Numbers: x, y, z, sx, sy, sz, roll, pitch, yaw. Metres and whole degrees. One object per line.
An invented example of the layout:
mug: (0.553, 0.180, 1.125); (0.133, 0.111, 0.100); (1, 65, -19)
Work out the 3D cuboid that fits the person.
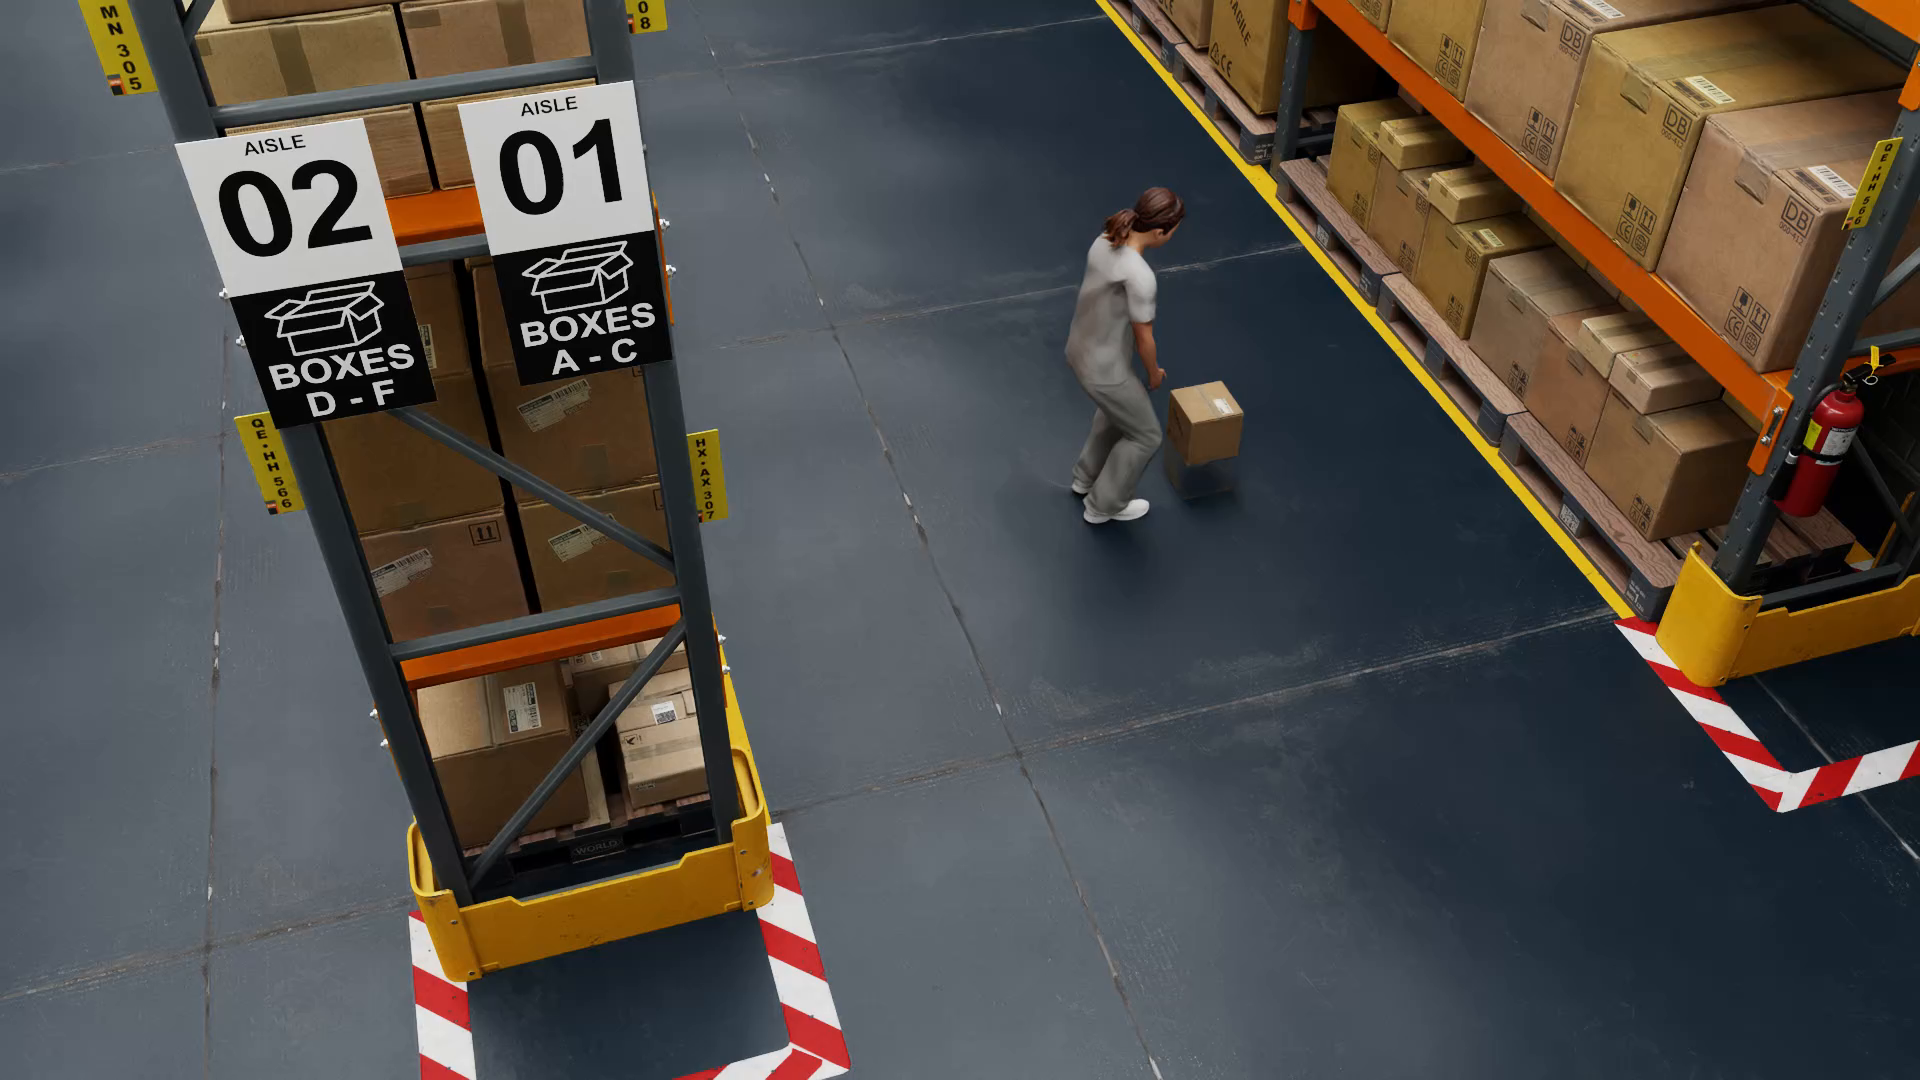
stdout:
person: (0.680, -0.786, 7.105); (0.467, 1.573, 0.475); (-11, 44, -12)
